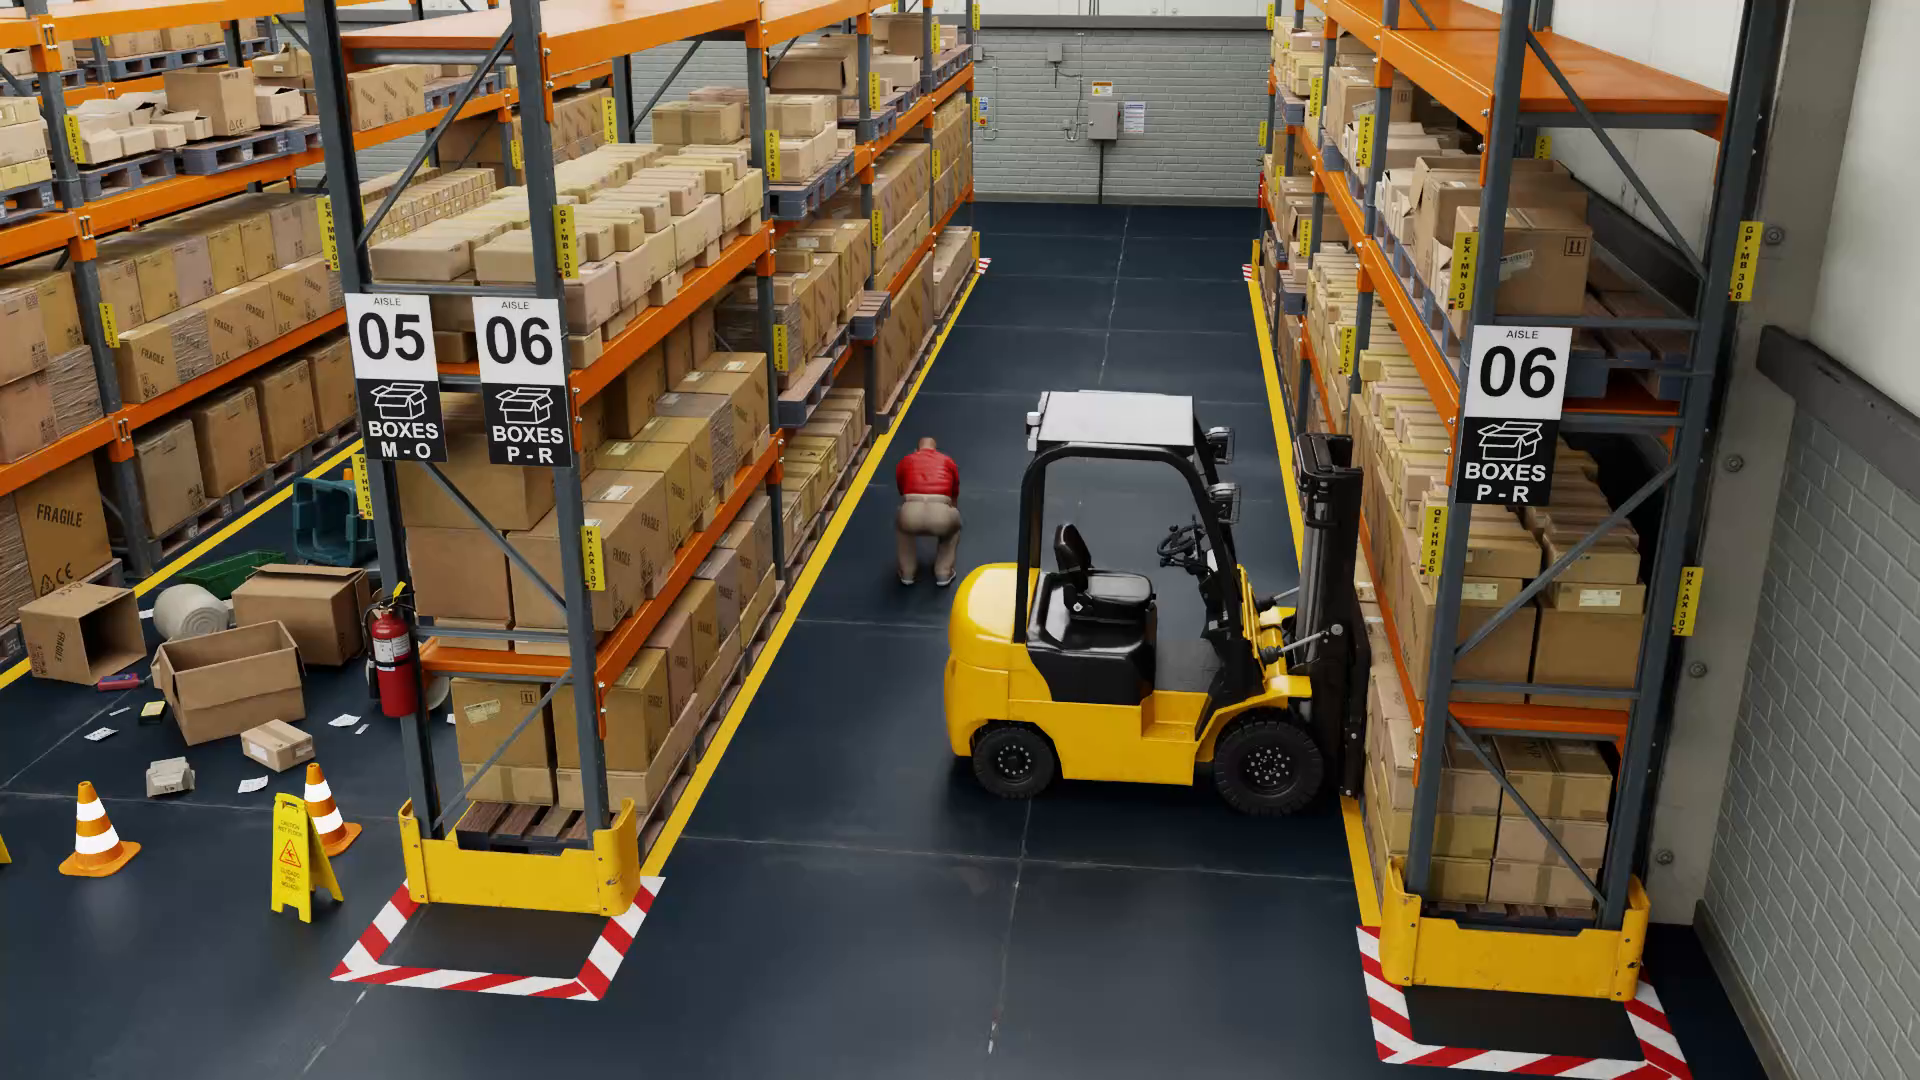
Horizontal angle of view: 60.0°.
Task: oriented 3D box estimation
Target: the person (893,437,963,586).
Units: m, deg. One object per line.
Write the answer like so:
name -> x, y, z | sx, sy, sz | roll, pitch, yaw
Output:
person -> -0.248, -0.206, 12.700 | 0.536, 0.976, 0.910 | 1, 21, 4
